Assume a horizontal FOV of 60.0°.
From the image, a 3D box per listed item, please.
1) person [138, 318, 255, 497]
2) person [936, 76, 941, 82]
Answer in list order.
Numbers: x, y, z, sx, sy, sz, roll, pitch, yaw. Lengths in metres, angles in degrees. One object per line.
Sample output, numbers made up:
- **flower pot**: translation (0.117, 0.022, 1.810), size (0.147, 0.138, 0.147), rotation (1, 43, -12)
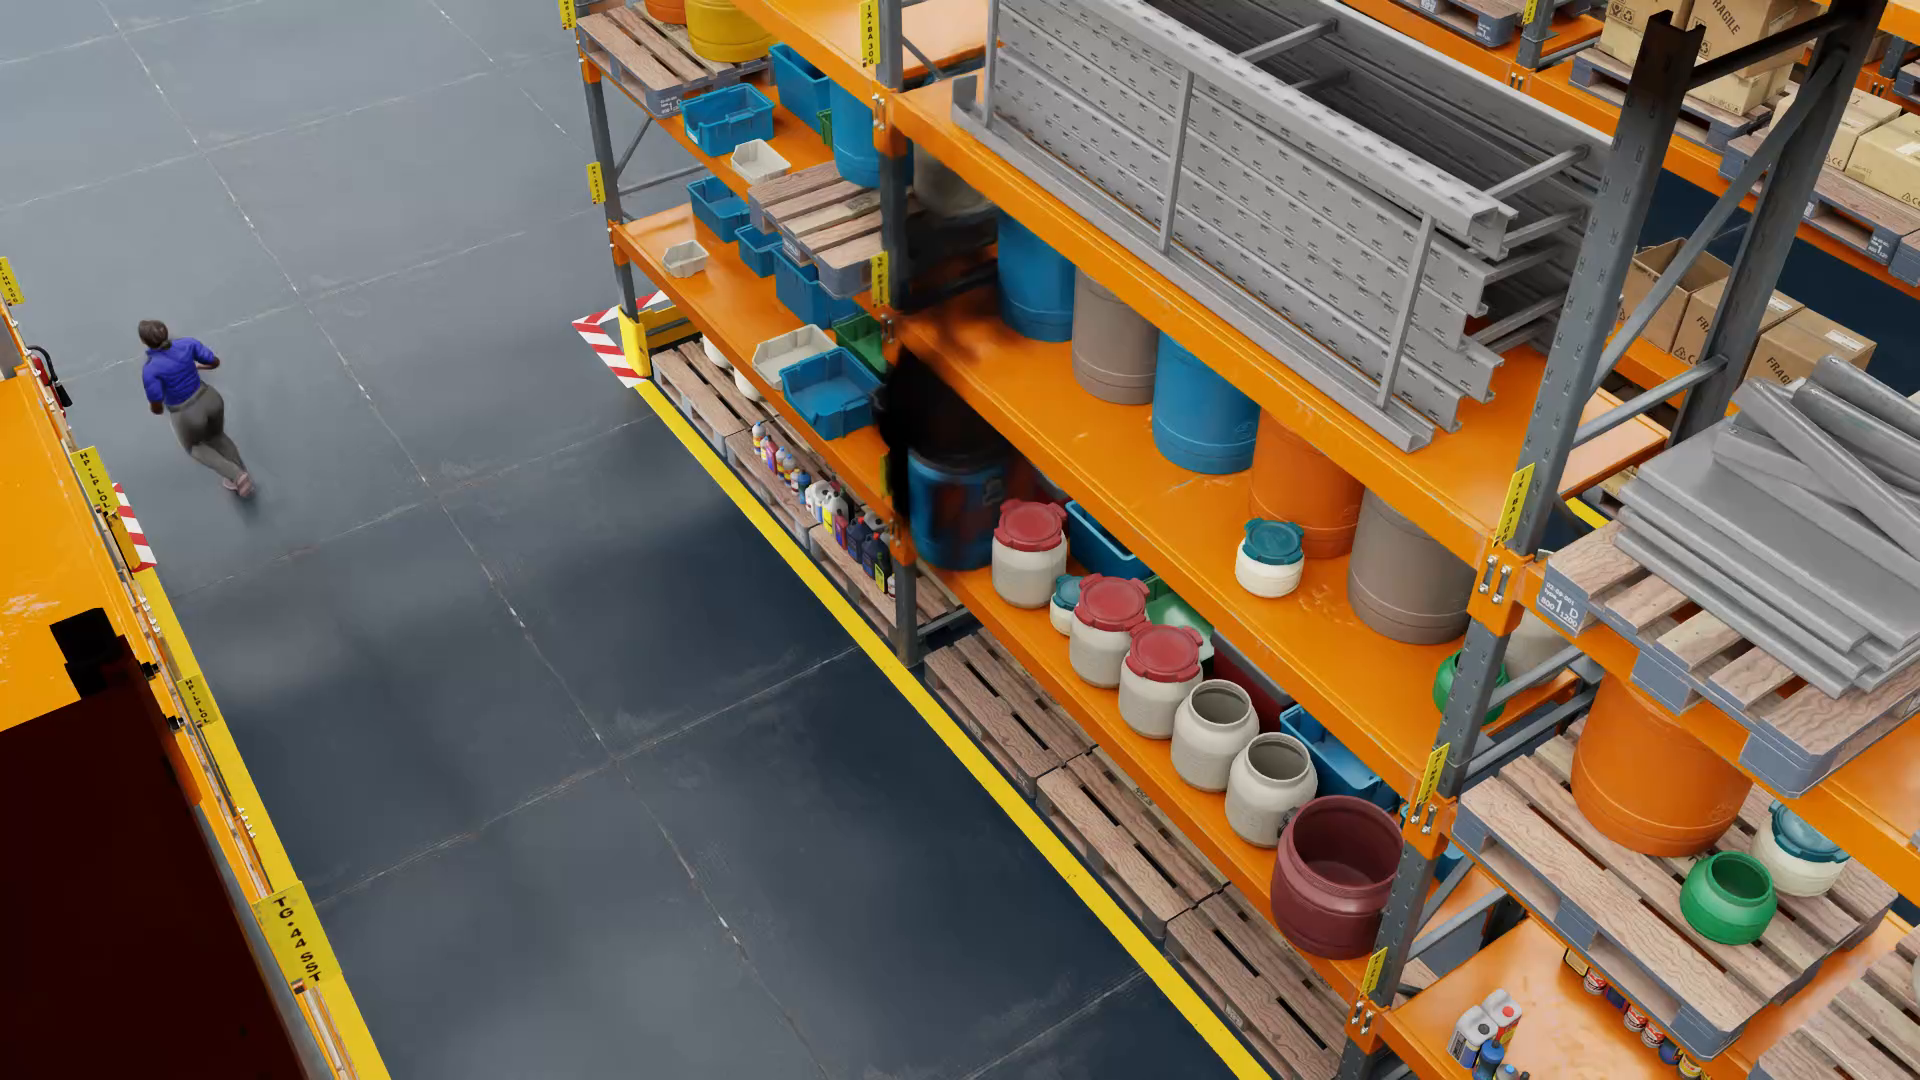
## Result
- **person**: translation (-5.338, -0.892, 11.514), size (0.574, 1.603, 0.601), rotation (25, 48, 25)
- **person**: translation (-0.429, -4.889, 15.774), size (0.768, 1.758, 0.625), rotation (-1, 43, -1)
